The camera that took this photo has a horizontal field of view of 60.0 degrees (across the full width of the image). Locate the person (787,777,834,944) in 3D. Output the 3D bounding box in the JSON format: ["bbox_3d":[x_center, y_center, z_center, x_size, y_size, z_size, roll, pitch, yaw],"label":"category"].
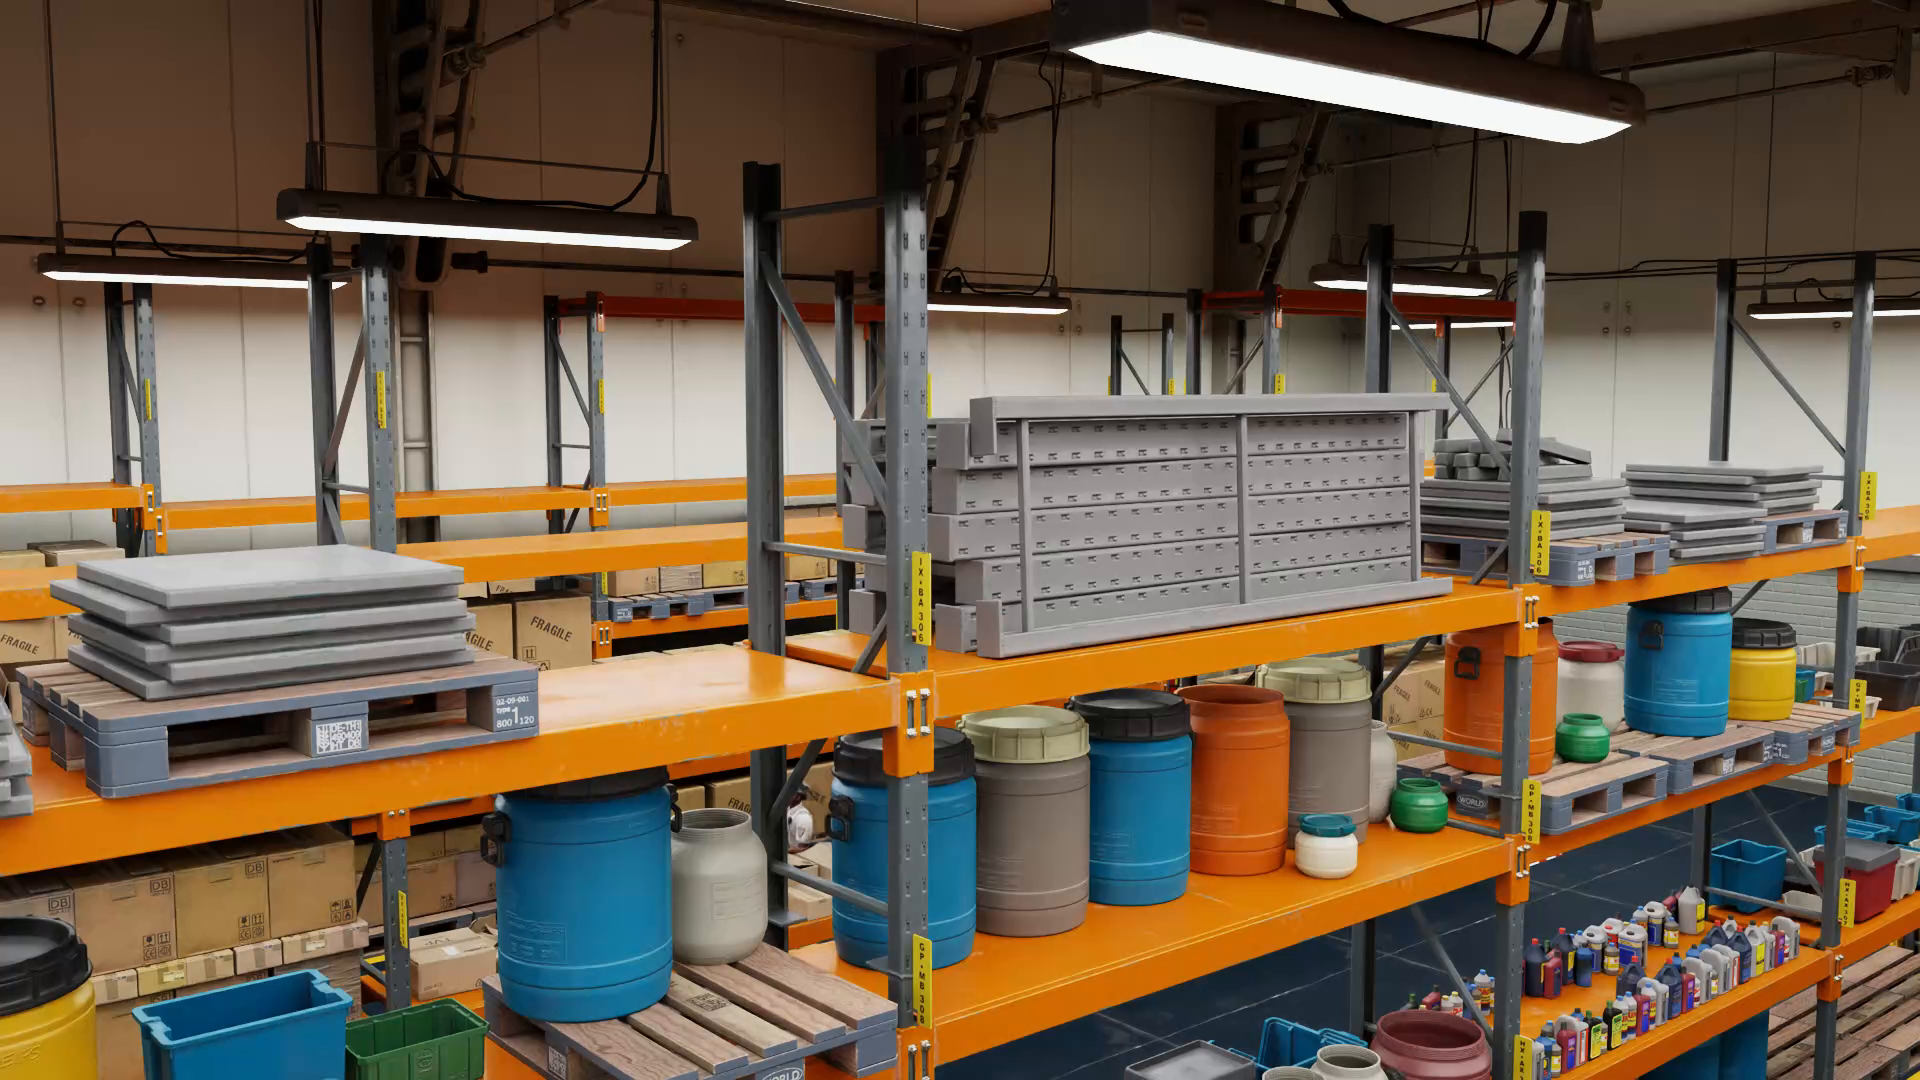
[{"bbox_3d":[-1.459,2.921,14.573,0.751,1.753,0.548,-5,7,-40],"label":"person"}]
